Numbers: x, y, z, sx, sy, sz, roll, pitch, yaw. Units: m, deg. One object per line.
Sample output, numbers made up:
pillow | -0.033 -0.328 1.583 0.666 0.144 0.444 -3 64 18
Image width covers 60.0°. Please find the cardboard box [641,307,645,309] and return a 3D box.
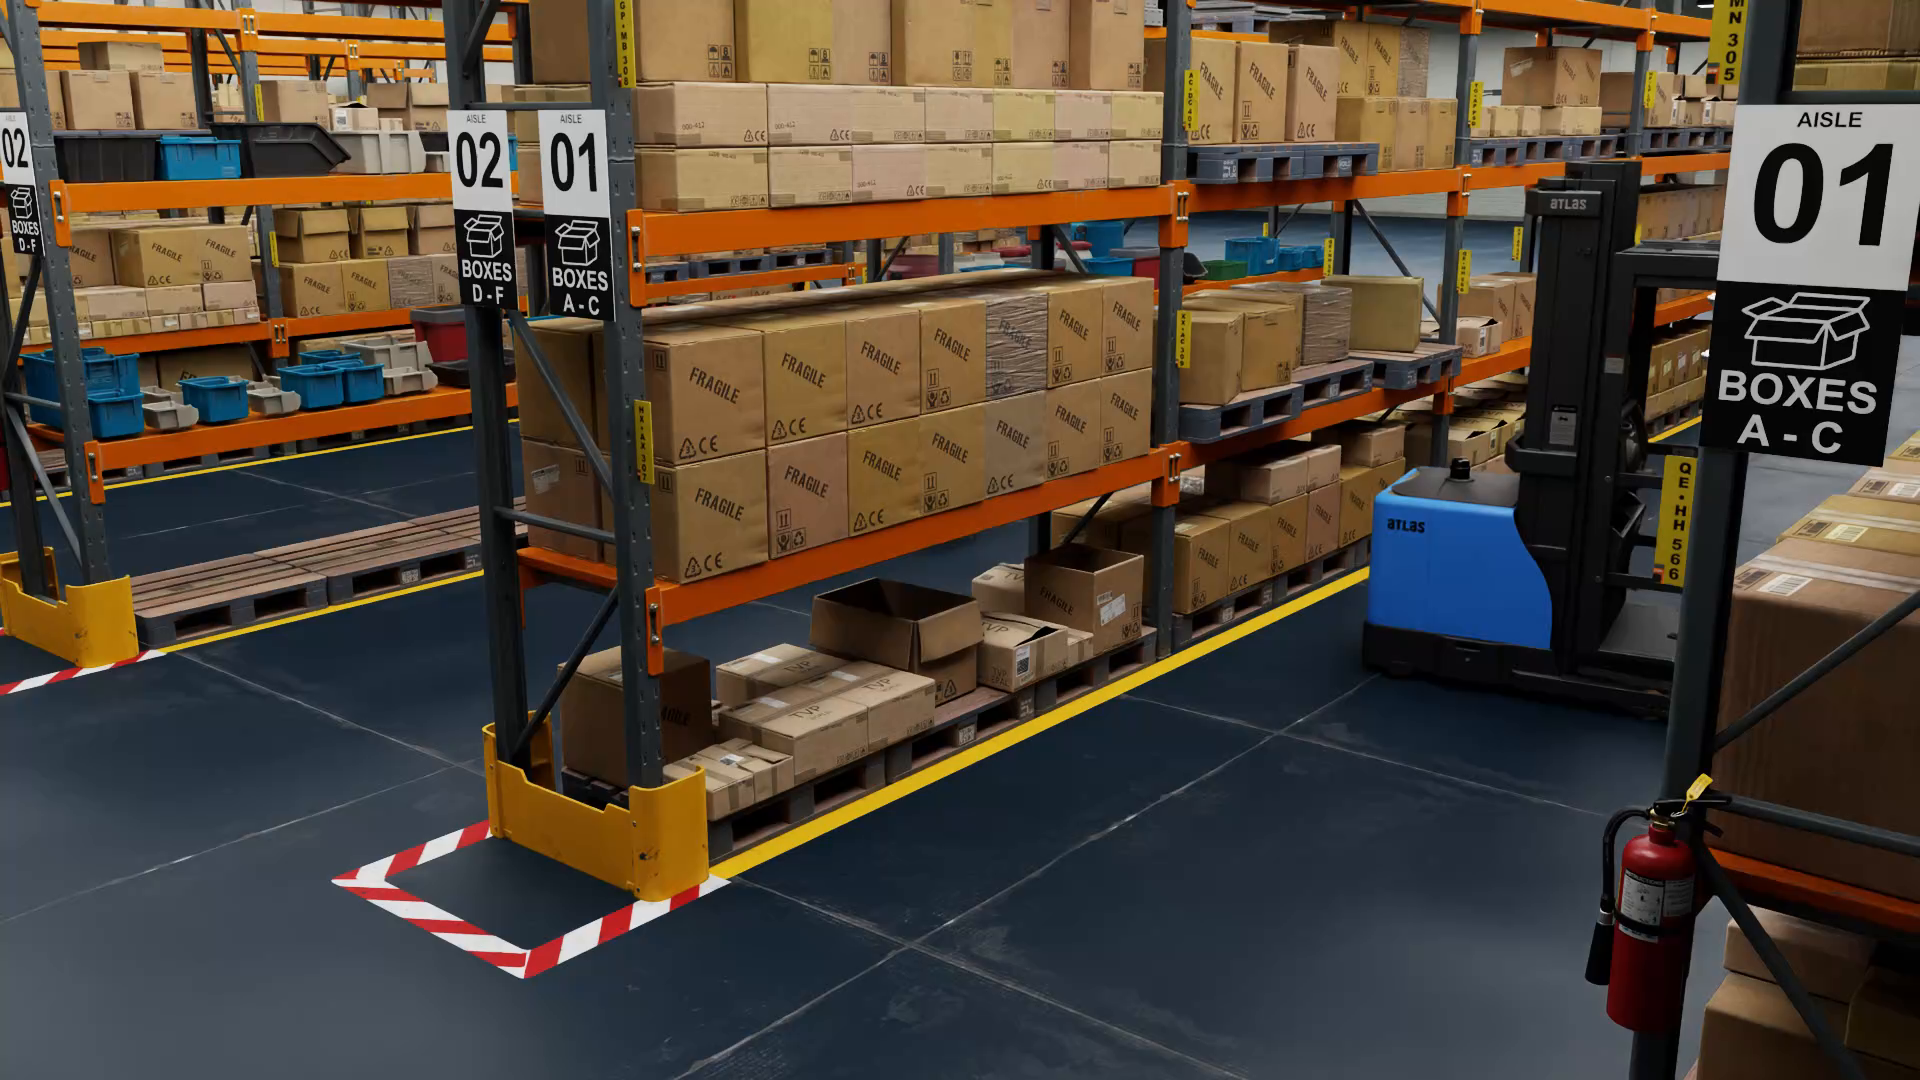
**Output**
cardboard box | -3.939 -2.612 19.708 0.500 0.250 0.500 12 19 40

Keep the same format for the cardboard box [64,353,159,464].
cardboard box | -7.894 -1.235 15.091 0.875 0.875 0.875 11 18 38

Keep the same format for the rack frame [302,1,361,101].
rack frame | -8.131 -6.808 21.383 1.000 3.000 0.127 11 18 38

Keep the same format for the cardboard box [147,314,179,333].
cardboard box | -7.273 -1.969 15.028 0.380 0.149 0.250 12 18 39

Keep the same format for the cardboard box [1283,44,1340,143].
cardboard box | 2.062 -2.909 10.867 0.600 0.600 0.600 10 18 35

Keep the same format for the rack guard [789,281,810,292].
rack guard | -3.088 -4.226 28.478 1.175 0.500 0.348 11 18 38

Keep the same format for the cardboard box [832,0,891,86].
cardboard box | -0.741 -2.331 7.616 0.700 0.500 0.500 11 18 38

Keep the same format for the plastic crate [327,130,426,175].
plastic crate | -9.047 -4.520 20.739 20.812 1.282 9.301 11 18 38

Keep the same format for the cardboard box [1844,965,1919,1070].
cardboard box | 2.632 1.317 4.490 0.380 0.149 0.250 11 18 38

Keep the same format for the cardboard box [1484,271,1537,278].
cardboard box | 5.053 -2.149 15.023 0.500 0.500 0.500 13 19 41

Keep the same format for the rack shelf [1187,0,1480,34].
rack shelf | 2.109 -3.562 10.878 1.077 0.370 4.000 11 18 38

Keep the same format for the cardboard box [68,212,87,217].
cardboard box | -12.800 -4.847 23.614 0.500 0.500 0.500 11 18 38

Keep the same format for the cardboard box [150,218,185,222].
cardboard box | -9.725 -3.861 20.415 0.380 0.149 0.250 10 18 35

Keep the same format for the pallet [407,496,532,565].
pallet | -3.431 -0.083 12.757 1.003 0.211 1.213 11 18 38

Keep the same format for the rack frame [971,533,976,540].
rack frame | 0.043 -0.522 12.782 0.200 1.050 0.008 11 18 38

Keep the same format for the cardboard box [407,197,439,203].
cardboard box | -7.525 -4.615 22.700 0.700 0.500 0.500 11 18 37

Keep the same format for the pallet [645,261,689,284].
pallet | -3.972 -3.174 19.649 1.213 0.211 1.003 11 18 38

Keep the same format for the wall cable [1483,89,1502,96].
wall cable | 17.091 -16.141 51.215 2.305 6.003 0.169 11 18 38

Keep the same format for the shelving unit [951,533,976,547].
shelving unit | -0.034 -0.499 12.690 0.215 1.050 0.252 11 18 38

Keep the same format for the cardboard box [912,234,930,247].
cardboard box | -0.915 -4.351 23.086 0.875 0.500 0.500 11 18 38

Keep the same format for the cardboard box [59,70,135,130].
cardboard box | -7.638 -3.840 14.533 0.700 0.500 0.500 12 19 40

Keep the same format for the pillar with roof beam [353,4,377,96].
pillar with roof beam | -8.670 -9.194 30.775 9.100 9.000 0.400 11 18 38

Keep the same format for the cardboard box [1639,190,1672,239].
cardboard box | 6.786 -3.302 16.927 0.700 0.500 0.500 11 18 38

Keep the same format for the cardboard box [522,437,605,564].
cardboard box | -1.593 -0.224 7.447 0.500 0.500 0.500 12 19 39

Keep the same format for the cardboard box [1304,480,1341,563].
cardboard box | 2.310 -0.166 11.603 0.500 0.500 0.500 10 18 35

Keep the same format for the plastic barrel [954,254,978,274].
plastic barrel | -0.004 -2.631 16.898 0.421 0.512 0.421 0 14 0

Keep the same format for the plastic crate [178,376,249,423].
plastic crate | -4.688 -0.885 10.471 0.416 0.233 0.300 11 18 38

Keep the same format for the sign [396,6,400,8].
sign | -9.096 -8.766 26.869 0.100 0.325 0.005 11 18 38

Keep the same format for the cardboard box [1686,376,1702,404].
cardboard box | 7.669 -1.641 17.958 0.500 0.250 0.500 11 18 38

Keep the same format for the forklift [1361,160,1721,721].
forklift | 3.907 -0.569 9.145 3.031 2.935 1.130 8 16 28

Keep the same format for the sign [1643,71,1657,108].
sign | 6.308 -4.121 15.207 0.100 0.325 0.005 11 18 38

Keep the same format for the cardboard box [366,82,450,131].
cardboard box | -5.604 -4.427 17.037 0.797 0.503 0.637 11 18 37

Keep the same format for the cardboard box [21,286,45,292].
cardboard box | -8.304 -2.082 14.663 0.500 0.250 0.500 11 18 38

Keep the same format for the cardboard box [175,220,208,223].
cardboard box | -9.228 -3.757 20.004 0.380 0.149 0.250 12 19 40

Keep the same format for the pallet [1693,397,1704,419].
pallet | 7.946 -1.608 18.759 1.003 0.211 1.213 11 18 38

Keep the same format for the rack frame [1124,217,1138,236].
rack frame | 2.029 -3.113 19.022 1.000 3.000 0.127 11 18 38

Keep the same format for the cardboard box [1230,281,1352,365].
cardboard box | 2.334 -1.548 11.806 0.500 0.500 0.700 -12 18 -39

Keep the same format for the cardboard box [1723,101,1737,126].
cardboard box | 7.875 -4.503 17.569 0.500 0.250 0.500 11 18 38

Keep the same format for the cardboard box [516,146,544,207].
cardboard box | -1.544 -1.568 7.153 0.500 0.250 0.500 11 18 38

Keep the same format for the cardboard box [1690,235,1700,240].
cardboard box | 7.653 -3.175 17.743 0.380 0.149 0.250 12 19 39

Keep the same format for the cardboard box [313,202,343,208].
cardboard box | -10.283 -5.492 26.727 0.500 0.500 0.500 12 19 39

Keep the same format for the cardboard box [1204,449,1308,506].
cardboard box | 1.974 -0.426 11.102 0.500 0.250 0.500 11 18 38

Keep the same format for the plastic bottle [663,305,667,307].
plastic bottle | -2.447 -1.797 13.941 0.144 0.351 0.185 11 18 38

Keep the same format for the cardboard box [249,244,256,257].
cardboard box | -8.894 -3.572 20.485 0.380 0.149 0.250 12 19 39

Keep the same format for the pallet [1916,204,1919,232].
pallet | 2.651 -0.837 4.148 1.003 0.211 1.213 11 18 38

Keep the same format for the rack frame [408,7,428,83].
rack frame | -10.878 -9.854 33.372 0.949 2.616 0.053 11 18 38

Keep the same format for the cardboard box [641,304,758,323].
cardboard box | -1.280 -0.806 7.705 0.500 0.500 0.500 12 18 39

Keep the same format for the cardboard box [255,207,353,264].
cardboard box | -6.456 -3.006 16.359 0.797 0.503 0.637 11 18 36

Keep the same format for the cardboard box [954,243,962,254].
cardboard box | -0.189 -4.134 23.550 0.380 0.149 0.250 11 18 38

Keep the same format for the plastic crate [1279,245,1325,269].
plastic crate | 4.462 -3.665 21.496 0.499 0.251 0.616 11 18 38

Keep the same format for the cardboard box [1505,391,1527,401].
cardboard box | 5.211 -1.171 14.969 0.500 0.311 0.500 11 18 37

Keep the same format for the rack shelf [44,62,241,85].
rack shelf | -14.651 -8.163 28.988 1.077 0.370 4.000 11 18 38

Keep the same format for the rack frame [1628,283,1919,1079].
rack frame | 2.193 0.718 3.941 1.000 3.000 0.127 11 18 38

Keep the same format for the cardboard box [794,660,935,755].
cardboard box | -0.471 0.820 8.231 0.500 0.250 0.500 11 18 38

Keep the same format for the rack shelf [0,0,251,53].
rack shelf | -8.108 -4.330 13.900 1.077 0.370 4.000 11 18 38

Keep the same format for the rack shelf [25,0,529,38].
rack shelf | -4.256 -3.563 10.883 1.077 0.370 4.000 11 18 38
